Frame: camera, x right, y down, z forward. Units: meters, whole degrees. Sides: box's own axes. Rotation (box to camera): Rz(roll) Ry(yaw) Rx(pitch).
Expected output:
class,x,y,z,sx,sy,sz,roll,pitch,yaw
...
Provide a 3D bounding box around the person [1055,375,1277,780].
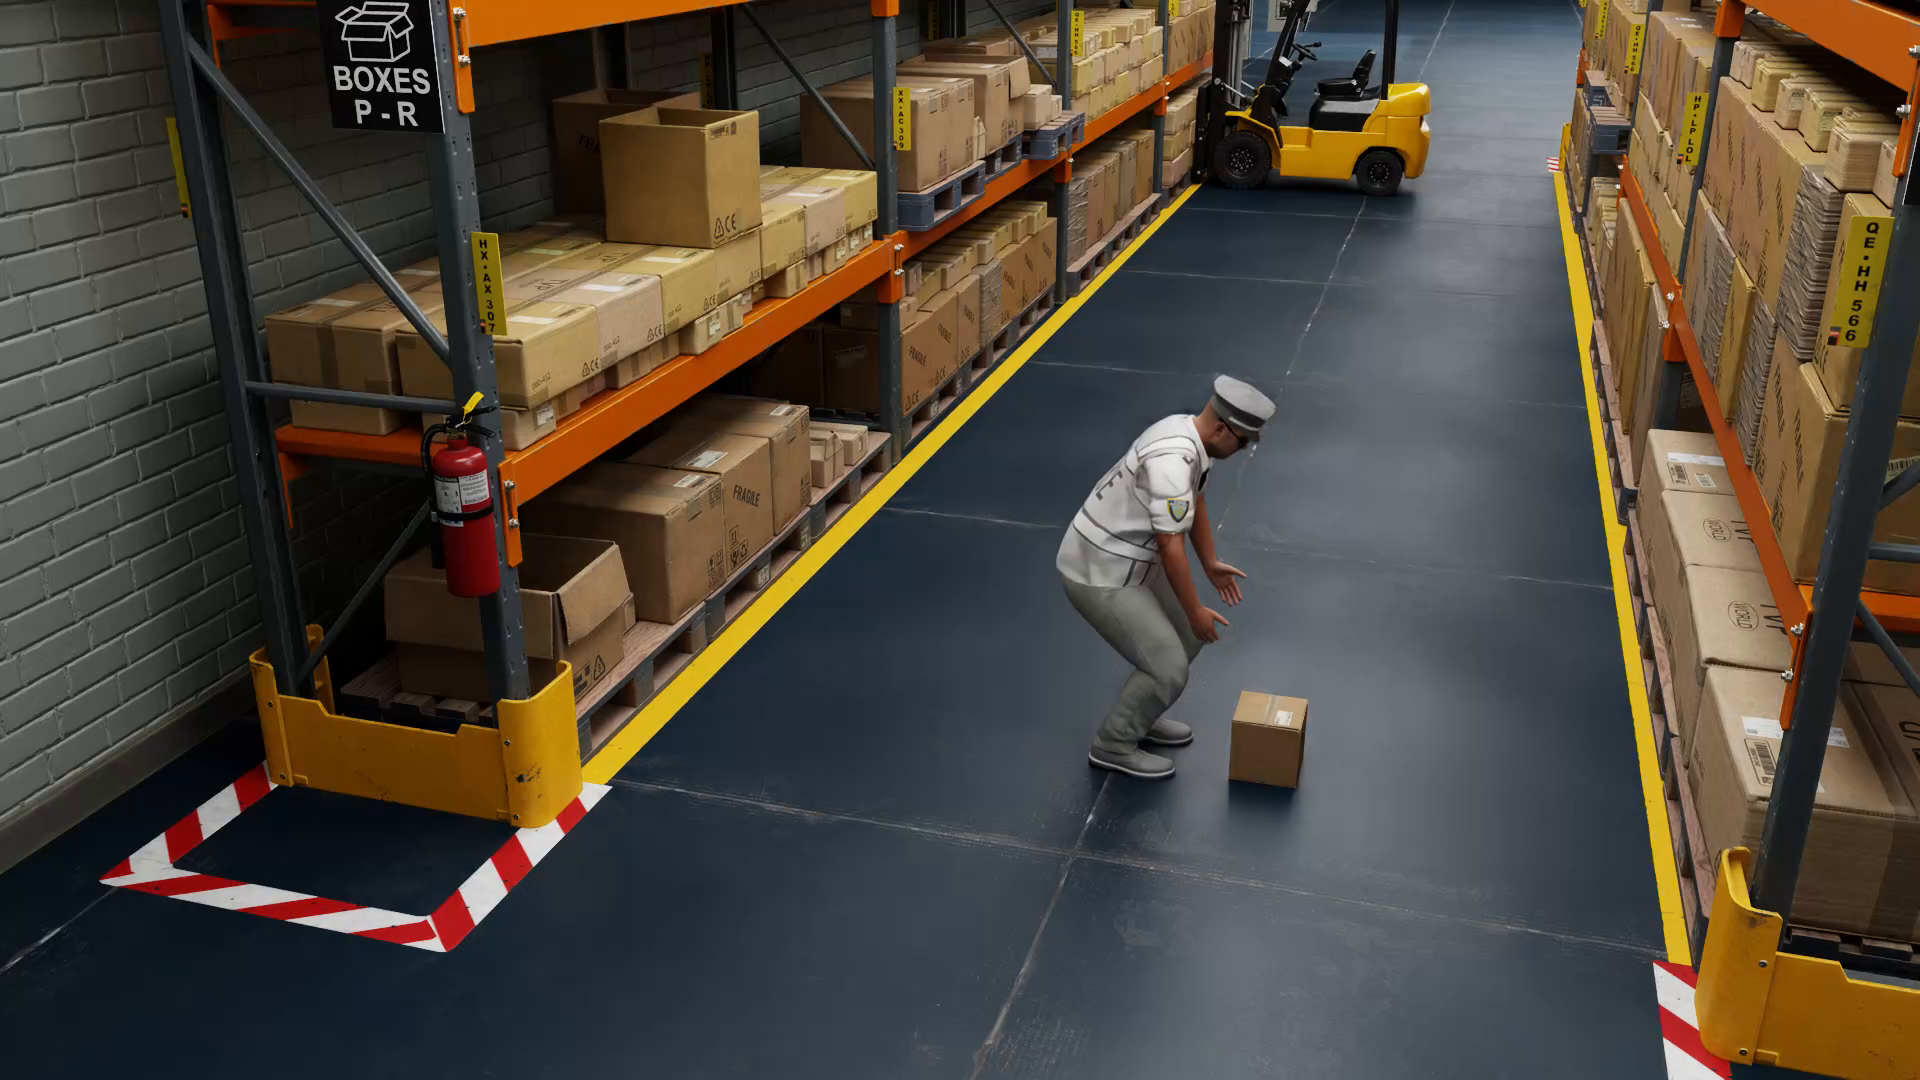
class,x,y,z,sx,sy,sz,roll,pitch,yaw
person,0.745,0.116,6.147,0.750,1.496,0.588,7,23,16
